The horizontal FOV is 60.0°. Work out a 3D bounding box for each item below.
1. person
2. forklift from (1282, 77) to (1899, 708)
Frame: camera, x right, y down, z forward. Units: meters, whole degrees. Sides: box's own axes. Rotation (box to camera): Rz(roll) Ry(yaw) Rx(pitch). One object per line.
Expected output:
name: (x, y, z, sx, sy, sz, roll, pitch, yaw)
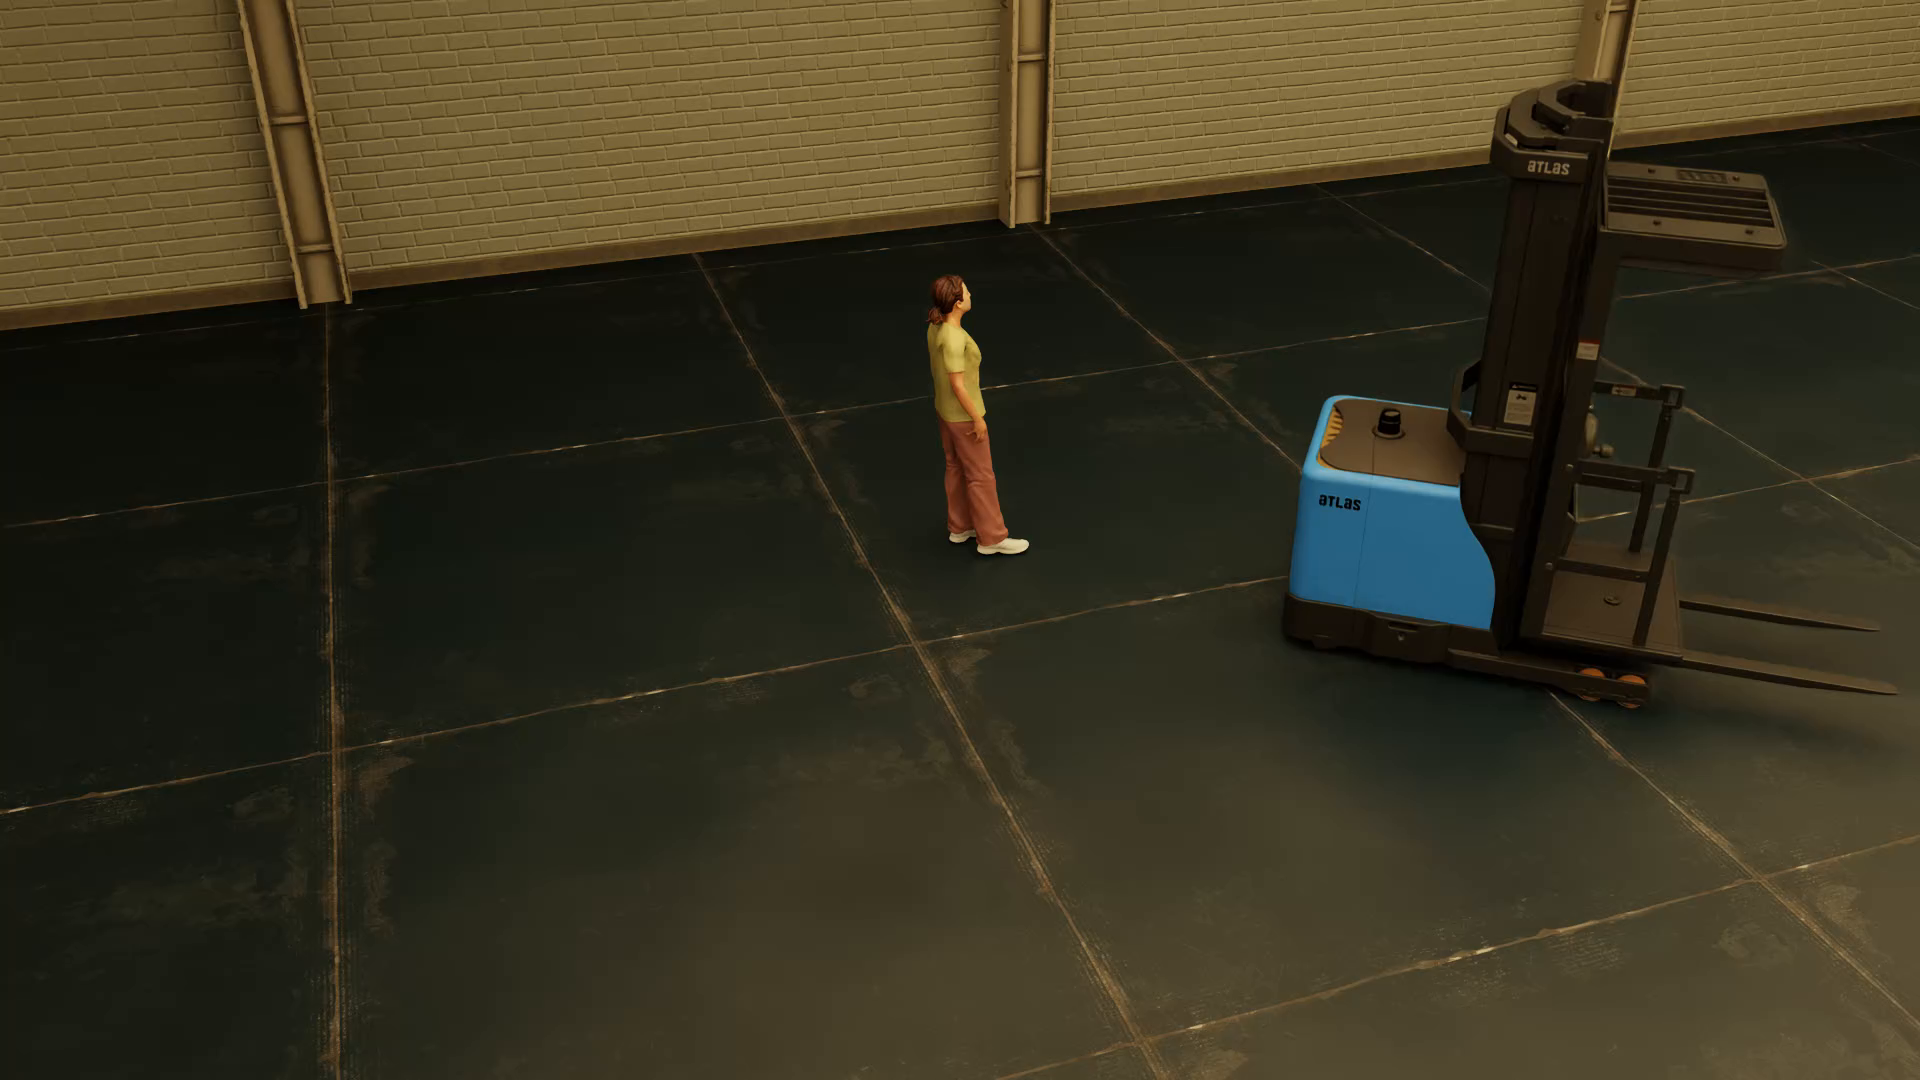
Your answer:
person: (0.073, -0.739, 9.616, 0.549, 1.675, 0.555, -10, 31, -16)
forklift: (3.326, -0.707, 8.316, 3.031, 2.935, 1.130, 9, 31, 16)
